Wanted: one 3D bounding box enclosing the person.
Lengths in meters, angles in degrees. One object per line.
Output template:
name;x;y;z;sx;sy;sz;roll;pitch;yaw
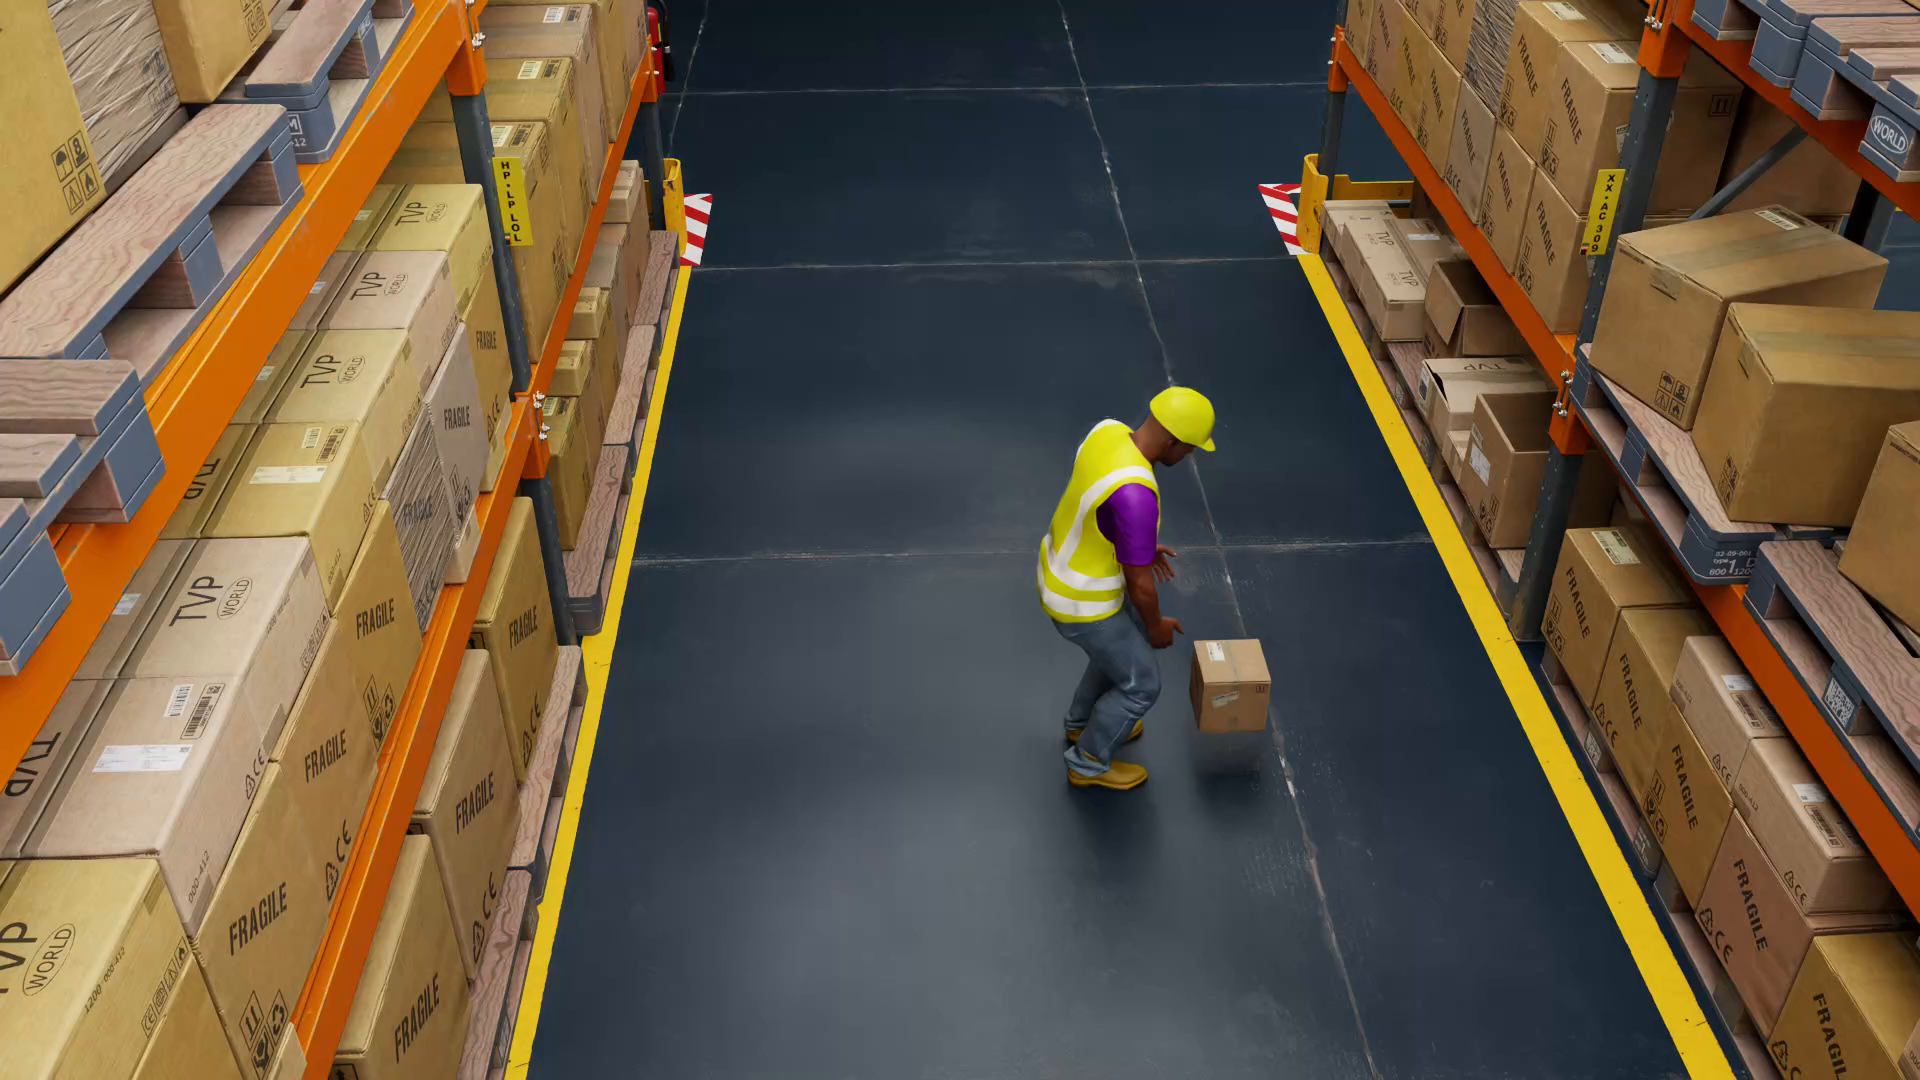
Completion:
person;0.577;0.158;6.035;0.599;1.613;0.616;-1;35;-1
